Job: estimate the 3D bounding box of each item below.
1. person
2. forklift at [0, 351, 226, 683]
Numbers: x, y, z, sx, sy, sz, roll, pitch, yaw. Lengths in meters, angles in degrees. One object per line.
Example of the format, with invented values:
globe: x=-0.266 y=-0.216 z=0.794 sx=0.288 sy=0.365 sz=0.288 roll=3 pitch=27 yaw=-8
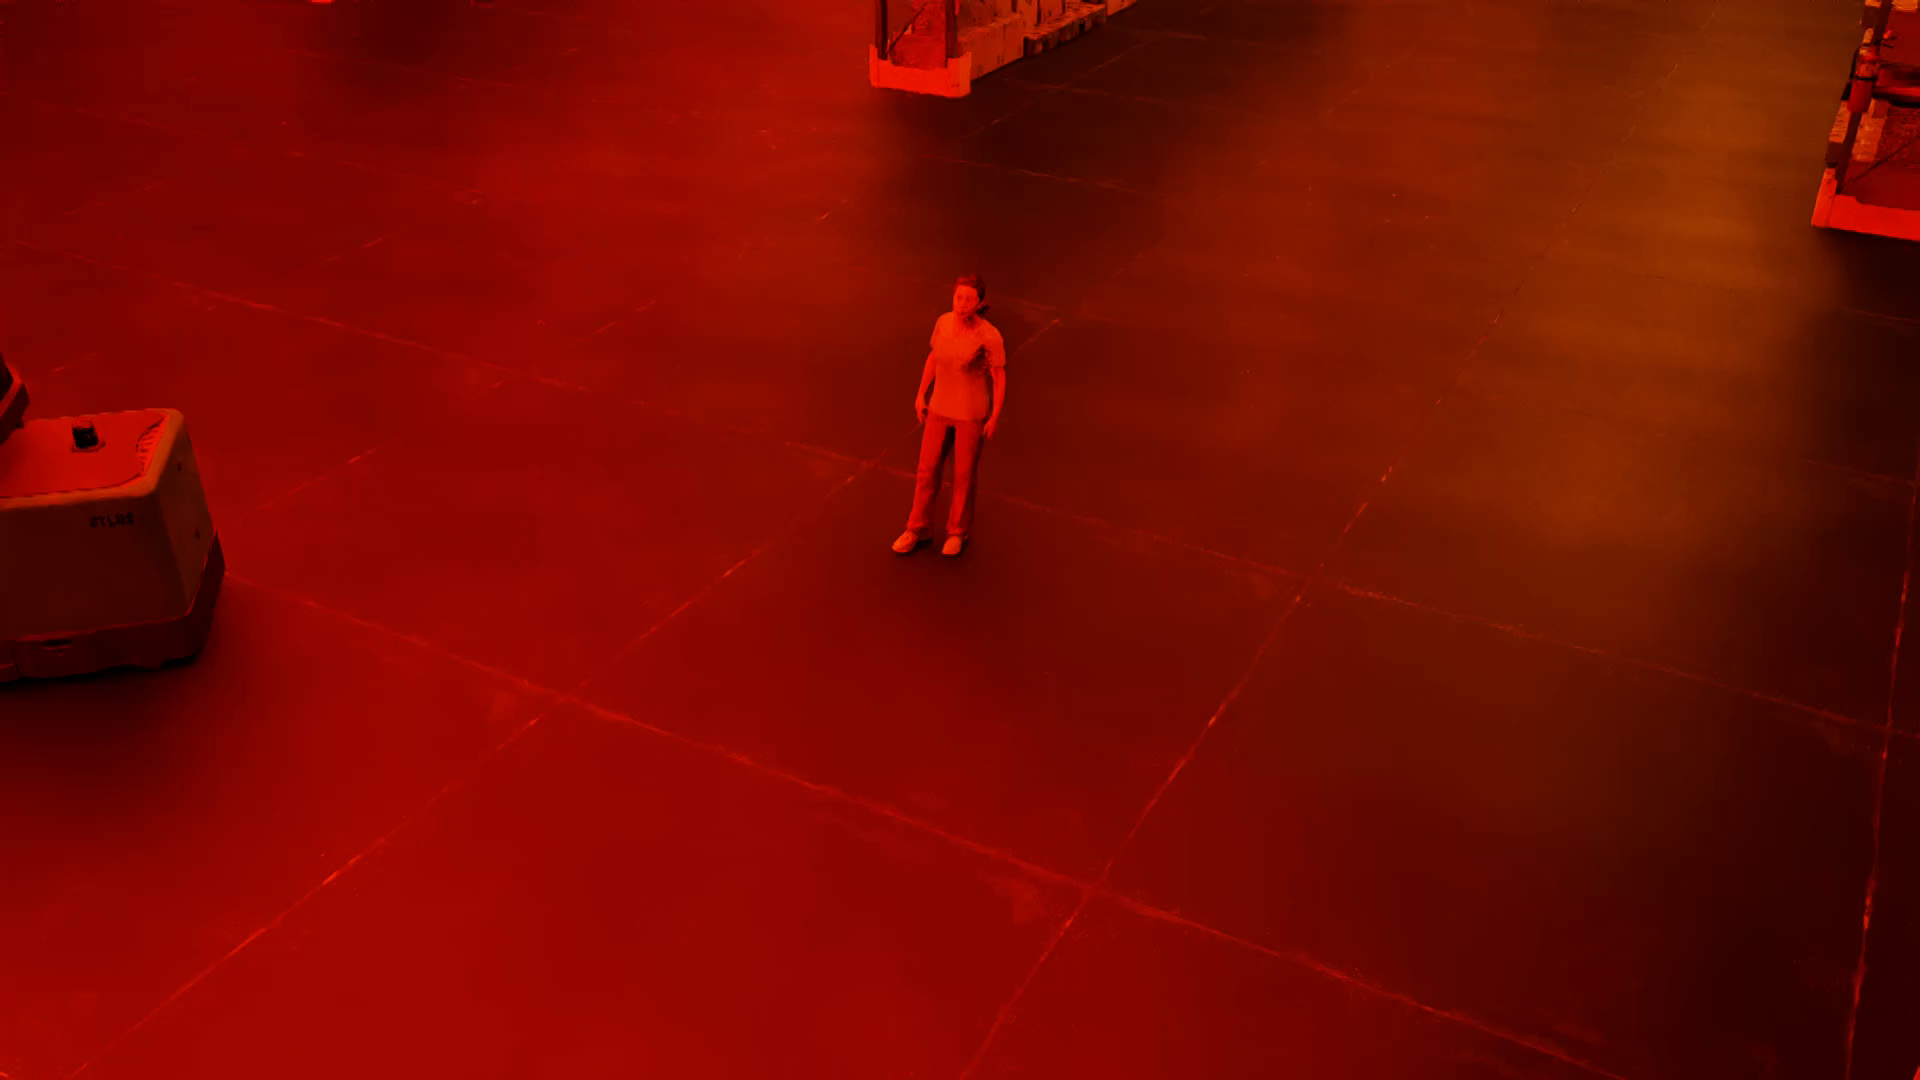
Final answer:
person: x=-0.053 y=-0.695 z=9.517 sx=0.554 sy=1.674 sz=0.517 roll=15 pitch=33 yaw=25
forklift: x=-5.618 y=-0.677 z=8.244 sx=3.031 sy=2.935 sz=1.130 roll=-7 pitch=31 yaw=-11
